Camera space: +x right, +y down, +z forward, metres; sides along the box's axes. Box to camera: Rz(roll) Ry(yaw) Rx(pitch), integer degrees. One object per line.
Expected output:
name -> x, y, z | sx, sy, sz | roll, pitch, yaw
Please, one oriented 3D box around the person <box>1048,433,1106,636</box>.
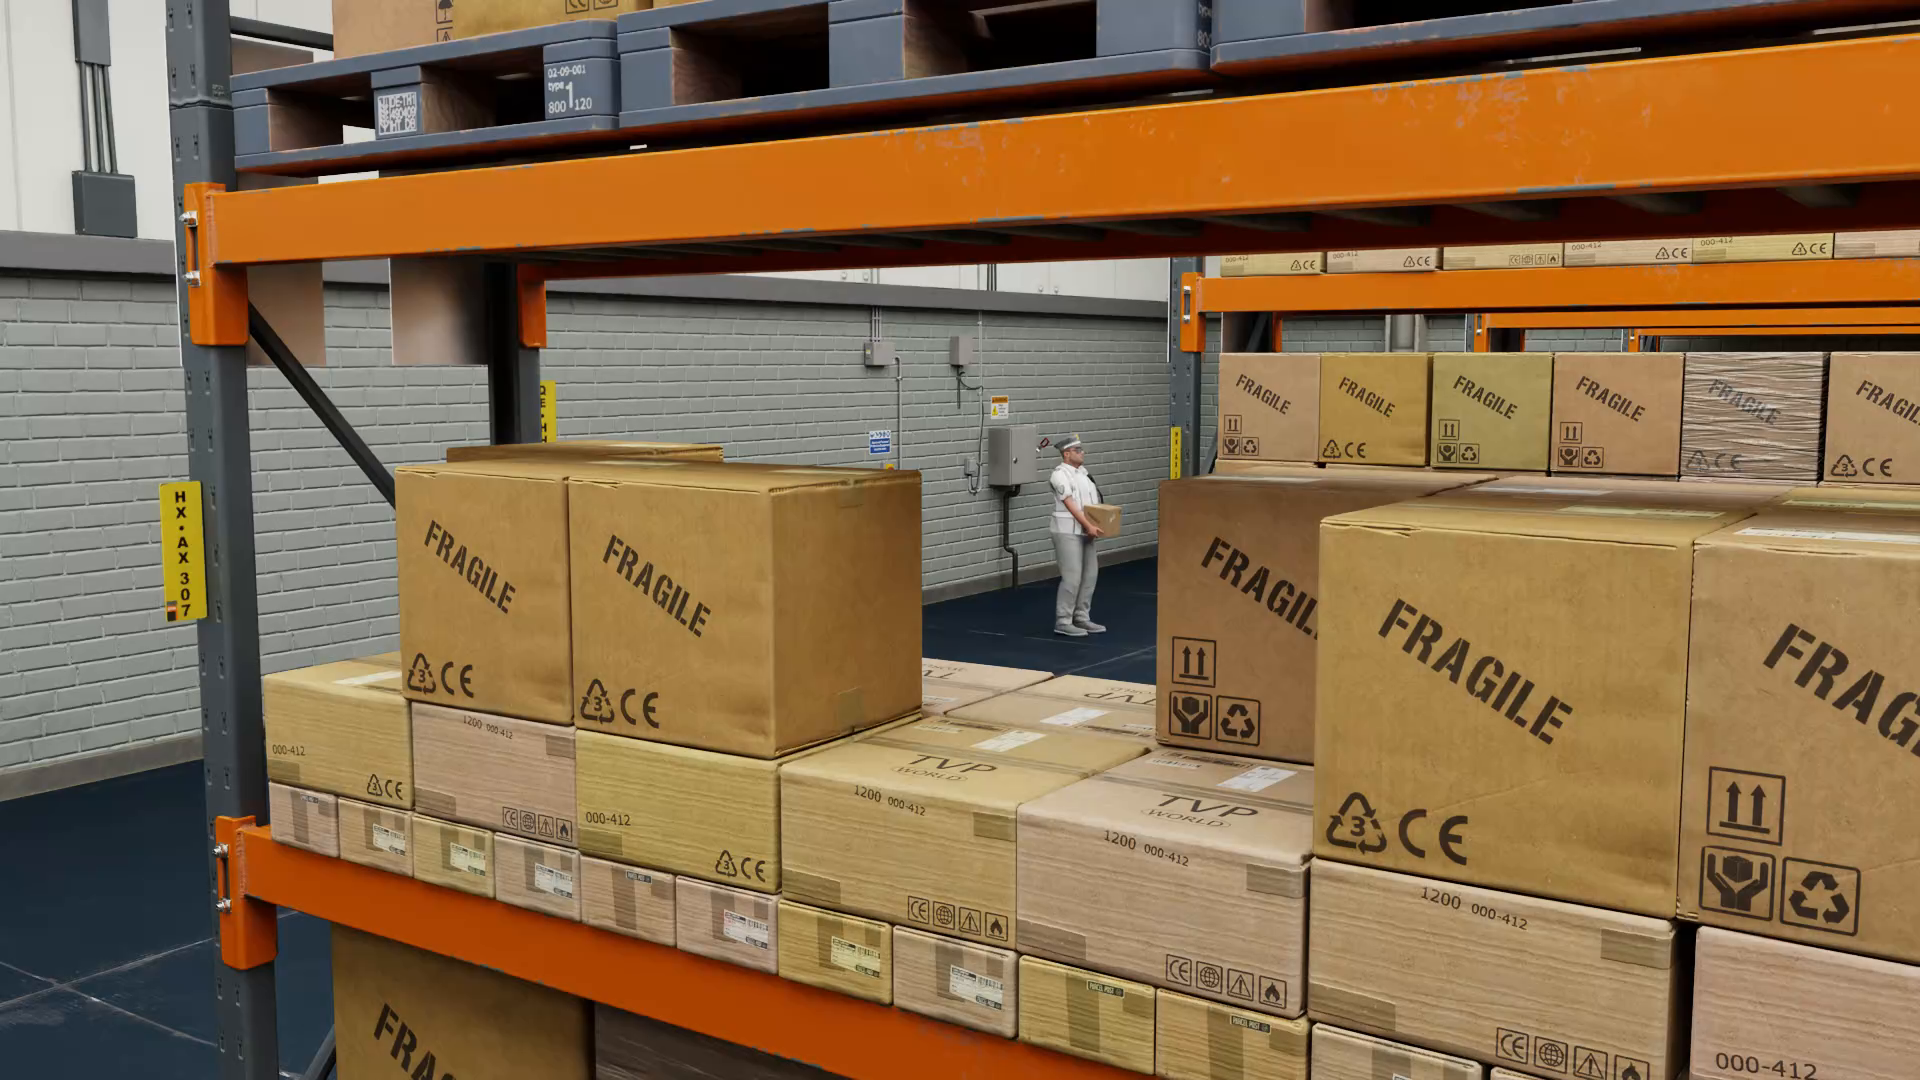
person -> 1.086, -0.052, 14.644 | 0.570, 1.763, 0.494 | 4, 8, 34
